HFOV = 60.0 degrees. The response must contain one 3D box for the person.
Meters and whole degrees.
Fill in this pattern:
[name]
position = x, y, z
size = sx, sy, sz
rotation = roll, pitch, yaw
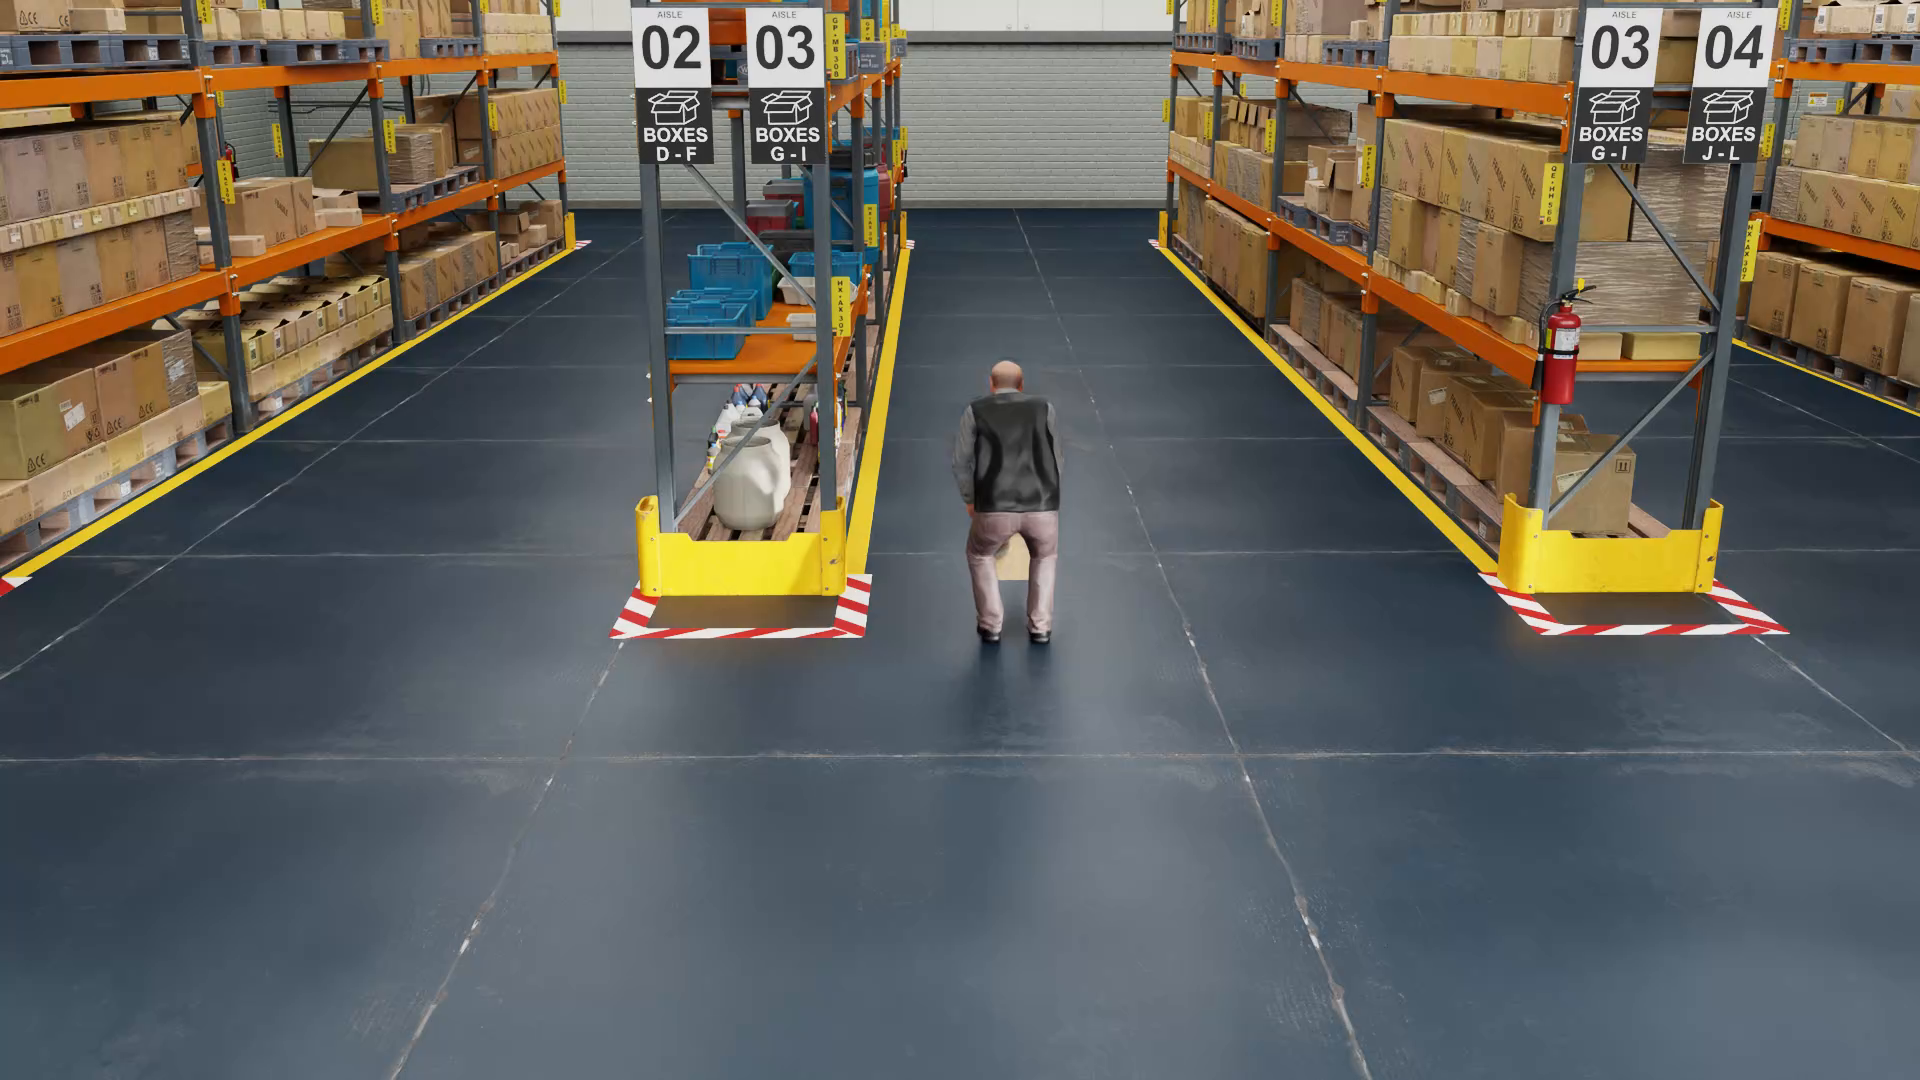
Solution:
[person]
position = 0.251, -0.180, 8.679
size = 0.591, 1.434, 0.689
rotation = 0, 17, -1
